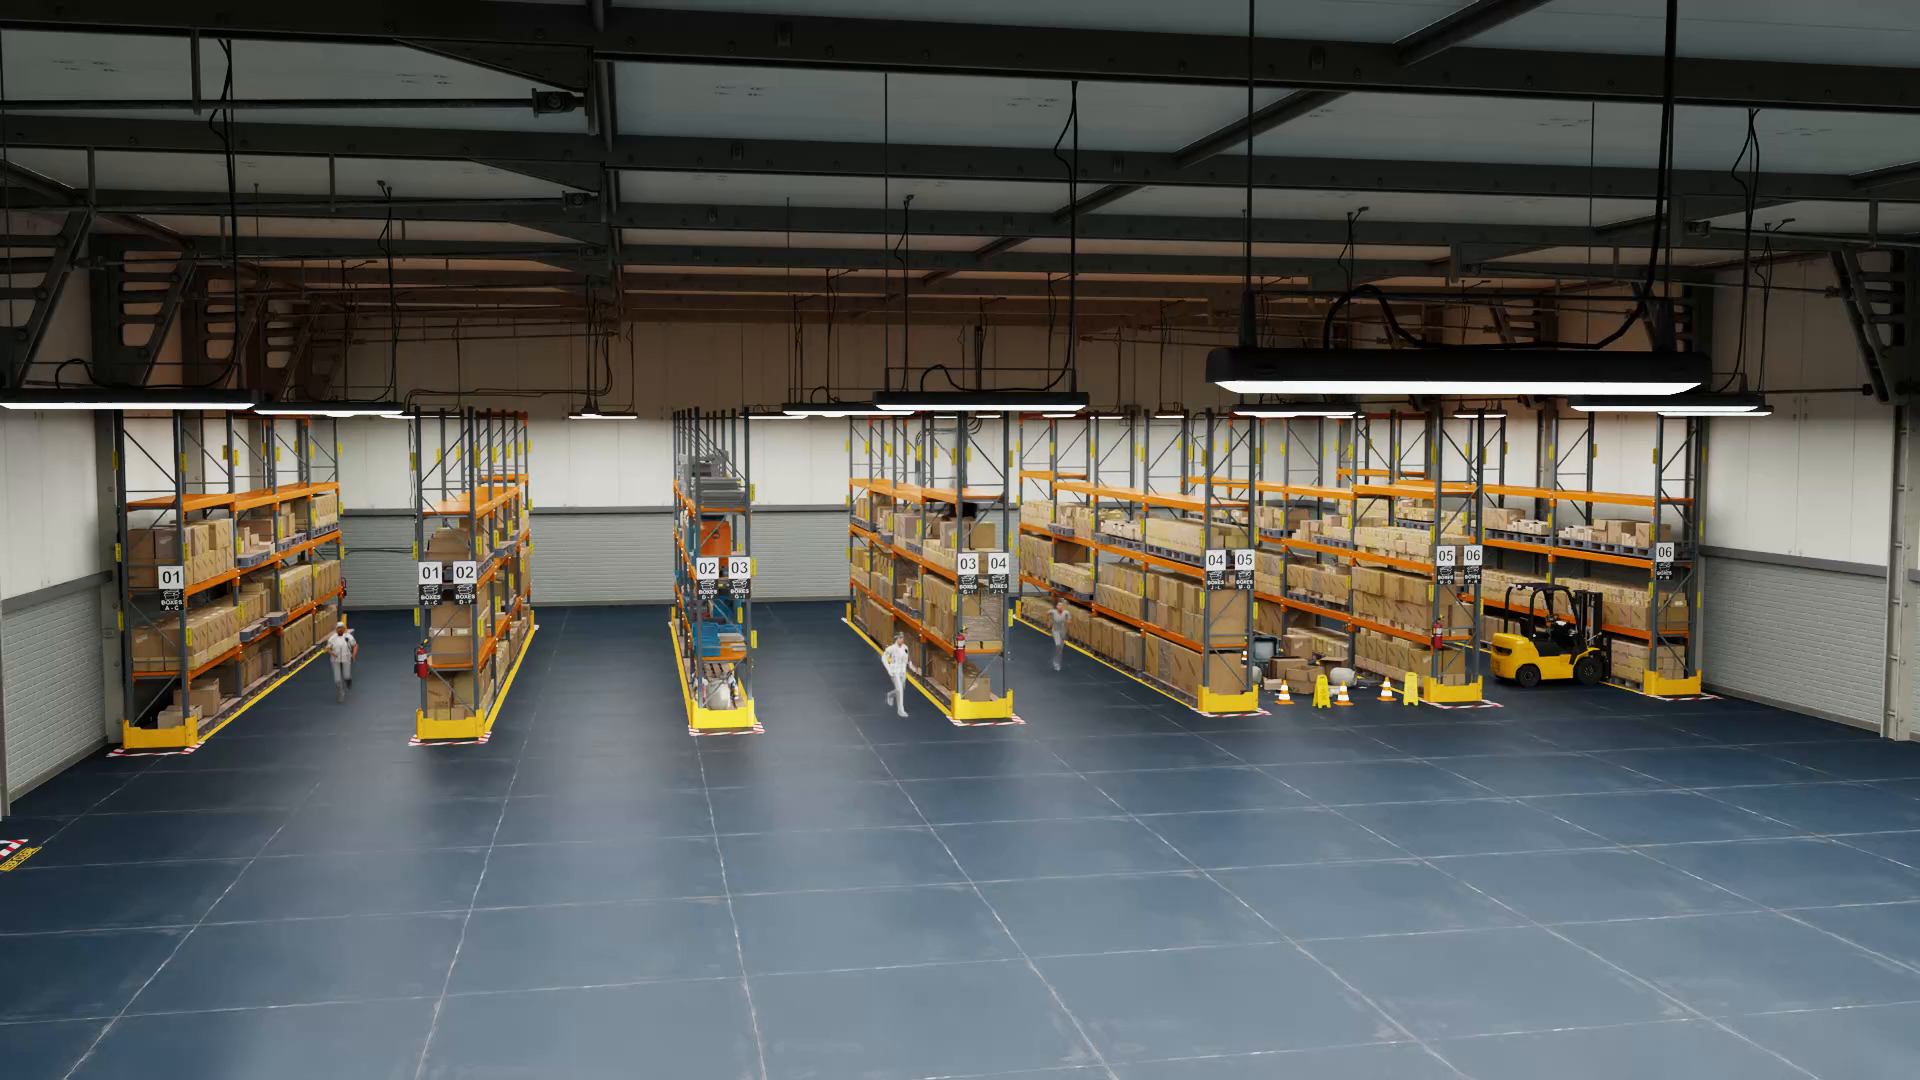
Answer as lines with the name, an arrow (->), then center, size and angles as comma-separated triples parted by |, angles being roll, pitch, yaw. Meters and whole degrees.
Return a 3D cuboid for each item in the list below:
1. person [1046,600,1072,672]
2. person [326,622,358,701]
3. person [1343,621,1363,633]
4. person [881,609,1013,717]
person -> 2.271, 2.180, 38.366 | 0.562, 1.654, 0.916 | -1, 4, -11
person -> -12.666, 2.499, 34.045 | 0.576, 1.616, 0.539 | -1, 4, -17
person -> 10.608, 1.819, 44.863 | 0.544, 1.450, 0.807 | -1, 4, -17
person -> -0.357, 2.379, 32.483 | 2.010, 2.106, 1.930 | -3, 5, -36
